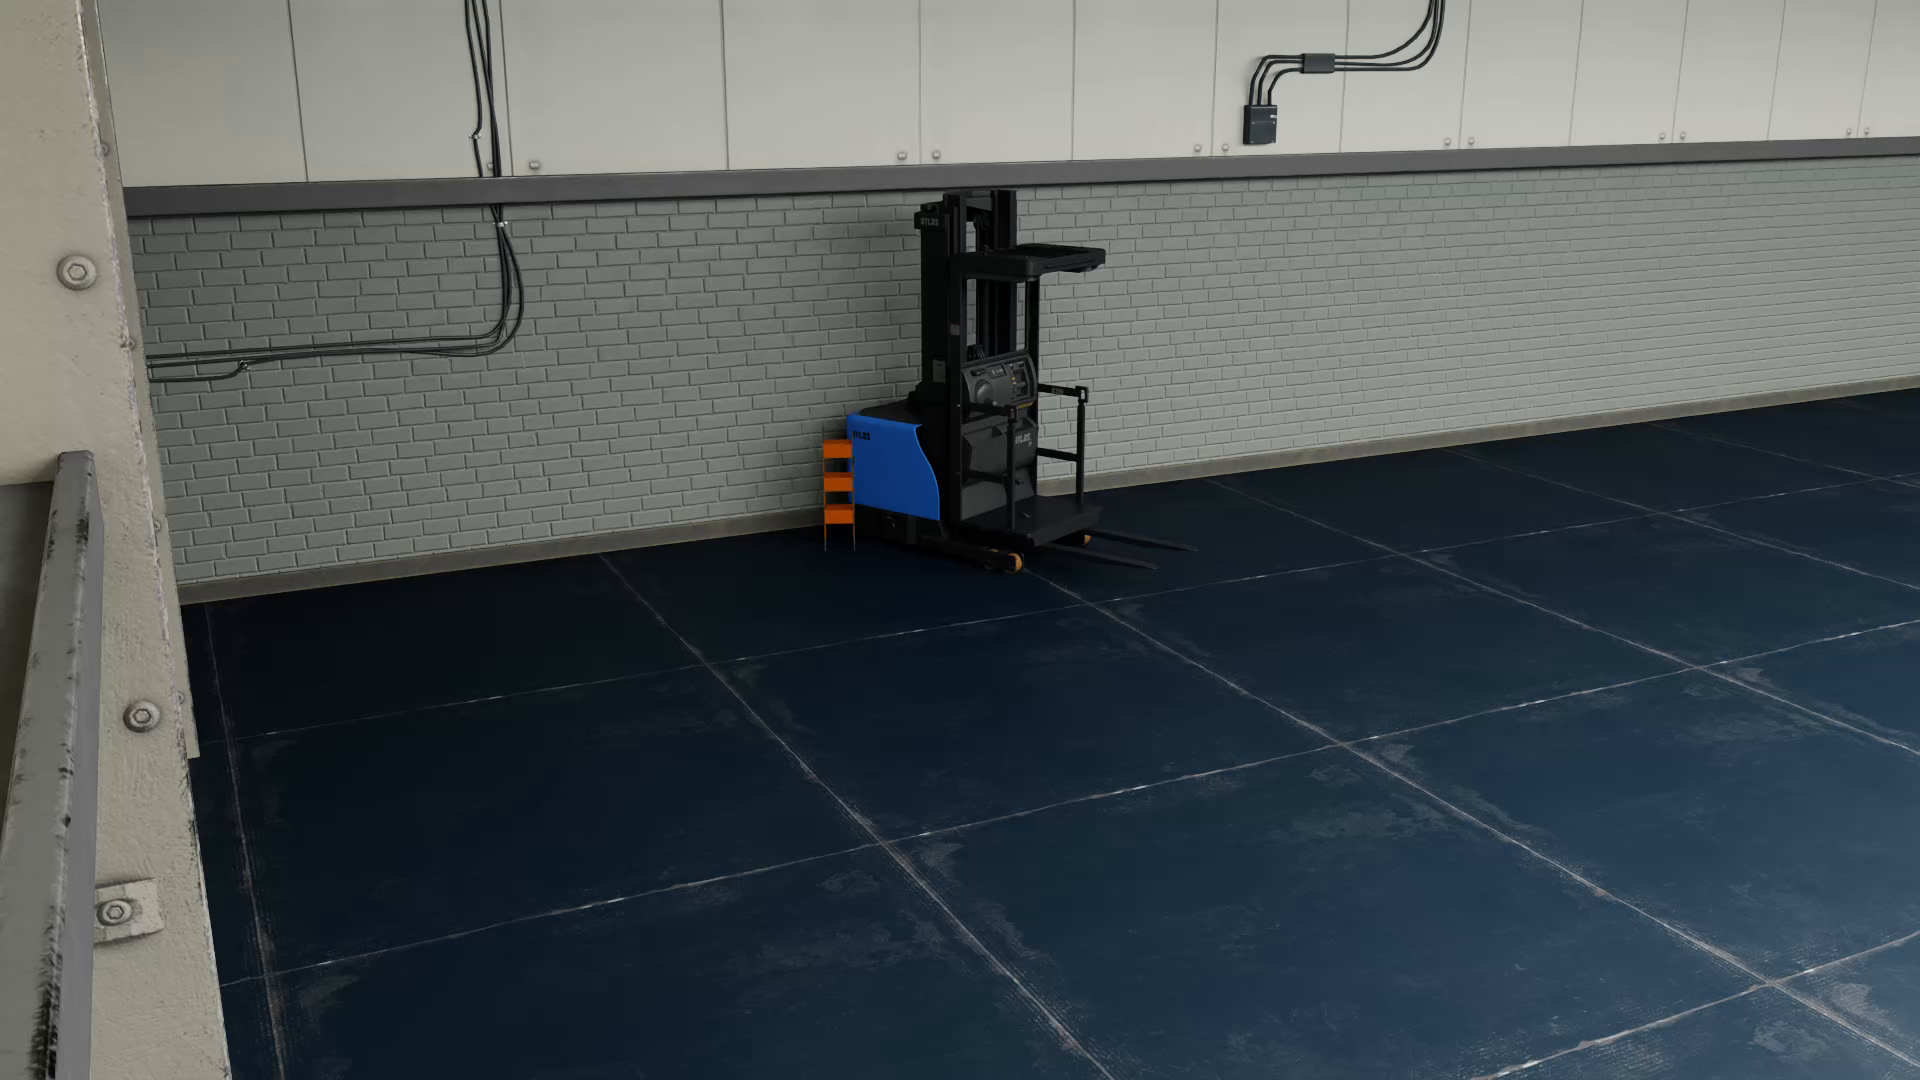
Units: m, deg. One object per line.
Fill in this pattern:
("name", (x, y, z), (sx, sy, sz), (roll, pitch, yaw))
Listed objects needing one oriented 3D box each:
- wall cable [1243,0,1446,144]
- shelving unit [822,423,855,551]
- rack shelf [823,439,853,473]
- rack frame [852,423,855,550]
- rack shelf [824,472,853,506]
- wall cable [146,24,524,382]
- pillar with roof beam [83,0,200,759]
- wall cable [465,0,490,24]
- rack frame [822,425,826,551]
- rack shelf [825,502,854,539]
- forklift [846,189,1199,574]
("wall cable", (3.733, -6.747, 15.284), (2.305, 6.003, 0.169), (-8, 18, -25))
("shelving unit", (-1.013, -0.443, 13.890), (0.252, 1.050, 0.215), (-1, 16, -3))
("rack shelf", (-1.013, -0.705, 13.815), (0.240, 0.259, 0.215), (-1, 16, -3))
("rack frame", (-0.891, -0.445, 13.896), (0.008, 1.050, 0.200), (-1, 16, -3))
("rack shelf", (-1.013, -0.433, 13.893), (0.240, 0.259, 0.215), (-1, 16, -3))
("wall cable", (-4.808, -2.477, 12.197), (3.097, 2.526, 0.112), (-8, 18, -25))
("pillar with roof beam", (-0.836, -3.599, 10.479), (9.100, 9.000, 0.400), (-8, 18, -25))
("wall cable", (-2.376, -5.231, 12.640), (3.097, 2.526, 0.112), (-8, 18, -25))
("rack frame", (-1.134, -0.441, 13.884), (0.008, 1.050, 0.200), (-1, 16, -3))
("rack shelf", (-1.013, -0.165, 13.970), (0.240, 0.259, 0.215), (-1, 16, -3))
("forklift", (0.494, -1.304, 13.481), (3.031, 2.935, 1.130), (12, 20, 36))
